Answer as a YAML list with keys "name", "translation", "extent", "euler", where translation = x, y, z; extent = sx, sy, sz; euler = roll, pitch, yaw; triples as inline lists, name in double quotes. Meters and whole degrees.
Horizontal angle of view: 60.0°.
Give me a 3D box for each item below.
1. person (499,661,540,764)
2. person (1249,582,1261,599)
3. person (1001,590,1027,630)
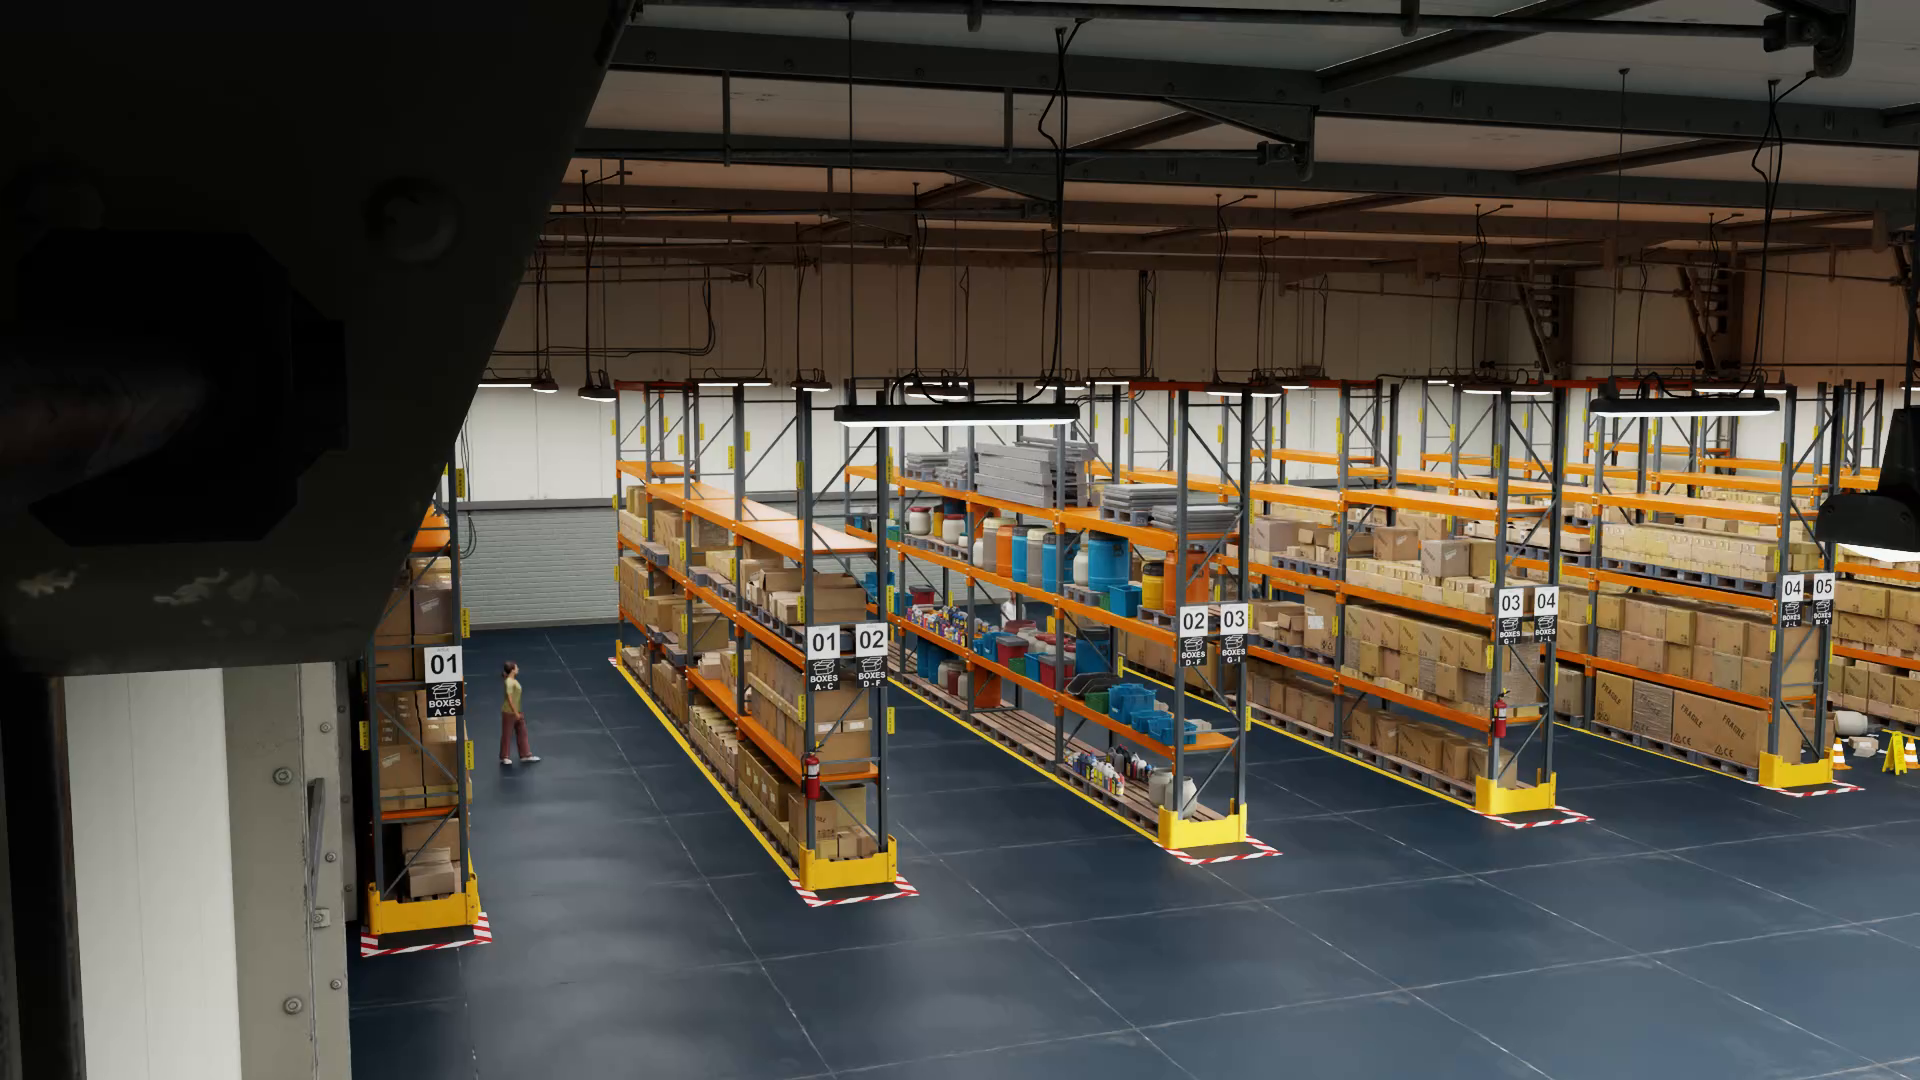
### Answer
- name: "person"
  translation: [-7.045, 2.730, 26.334]
  extent: [0.595, 1.659, 0.516]
  euler: [1, 6, 8]
- name: "person"
  translation: [7.668, 0.876, 43.535]
  extent: [0.489, 1.680, 0.456]
  euler: [3, 7, 29]
- name: "person"
  translation: [1.093, 1.831, 34.420]
  extent: [0.582, 1.713, 0.841]
  euler: [-2, 7, -22]
